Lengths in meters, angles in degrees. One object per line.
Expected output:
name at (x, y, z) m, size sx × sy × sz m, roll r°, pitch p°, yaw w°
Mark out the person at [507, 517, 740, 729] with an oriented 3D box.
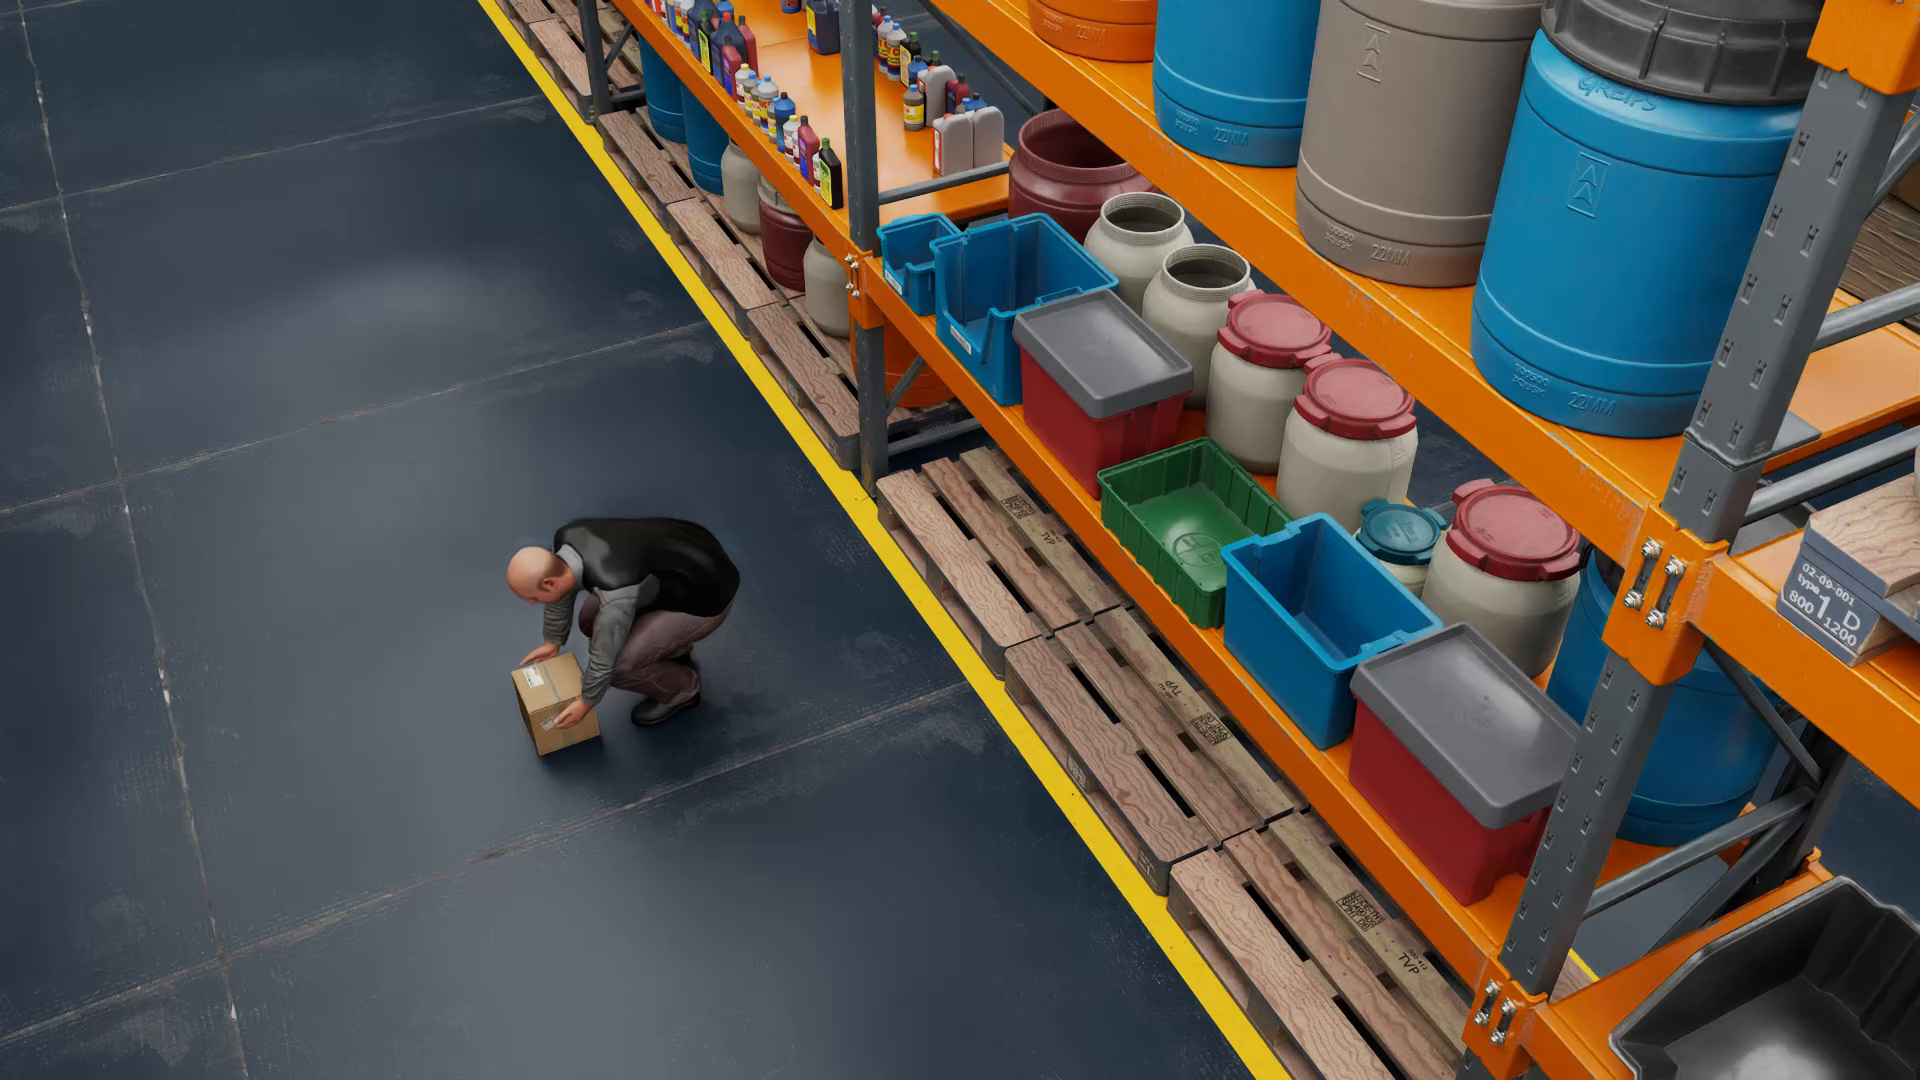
person at (-1.274, 0.286, 6.442) m, size 0.859 × 0.963 × 0.547 m, roll -19°, pitch 44°, yaw -21°
